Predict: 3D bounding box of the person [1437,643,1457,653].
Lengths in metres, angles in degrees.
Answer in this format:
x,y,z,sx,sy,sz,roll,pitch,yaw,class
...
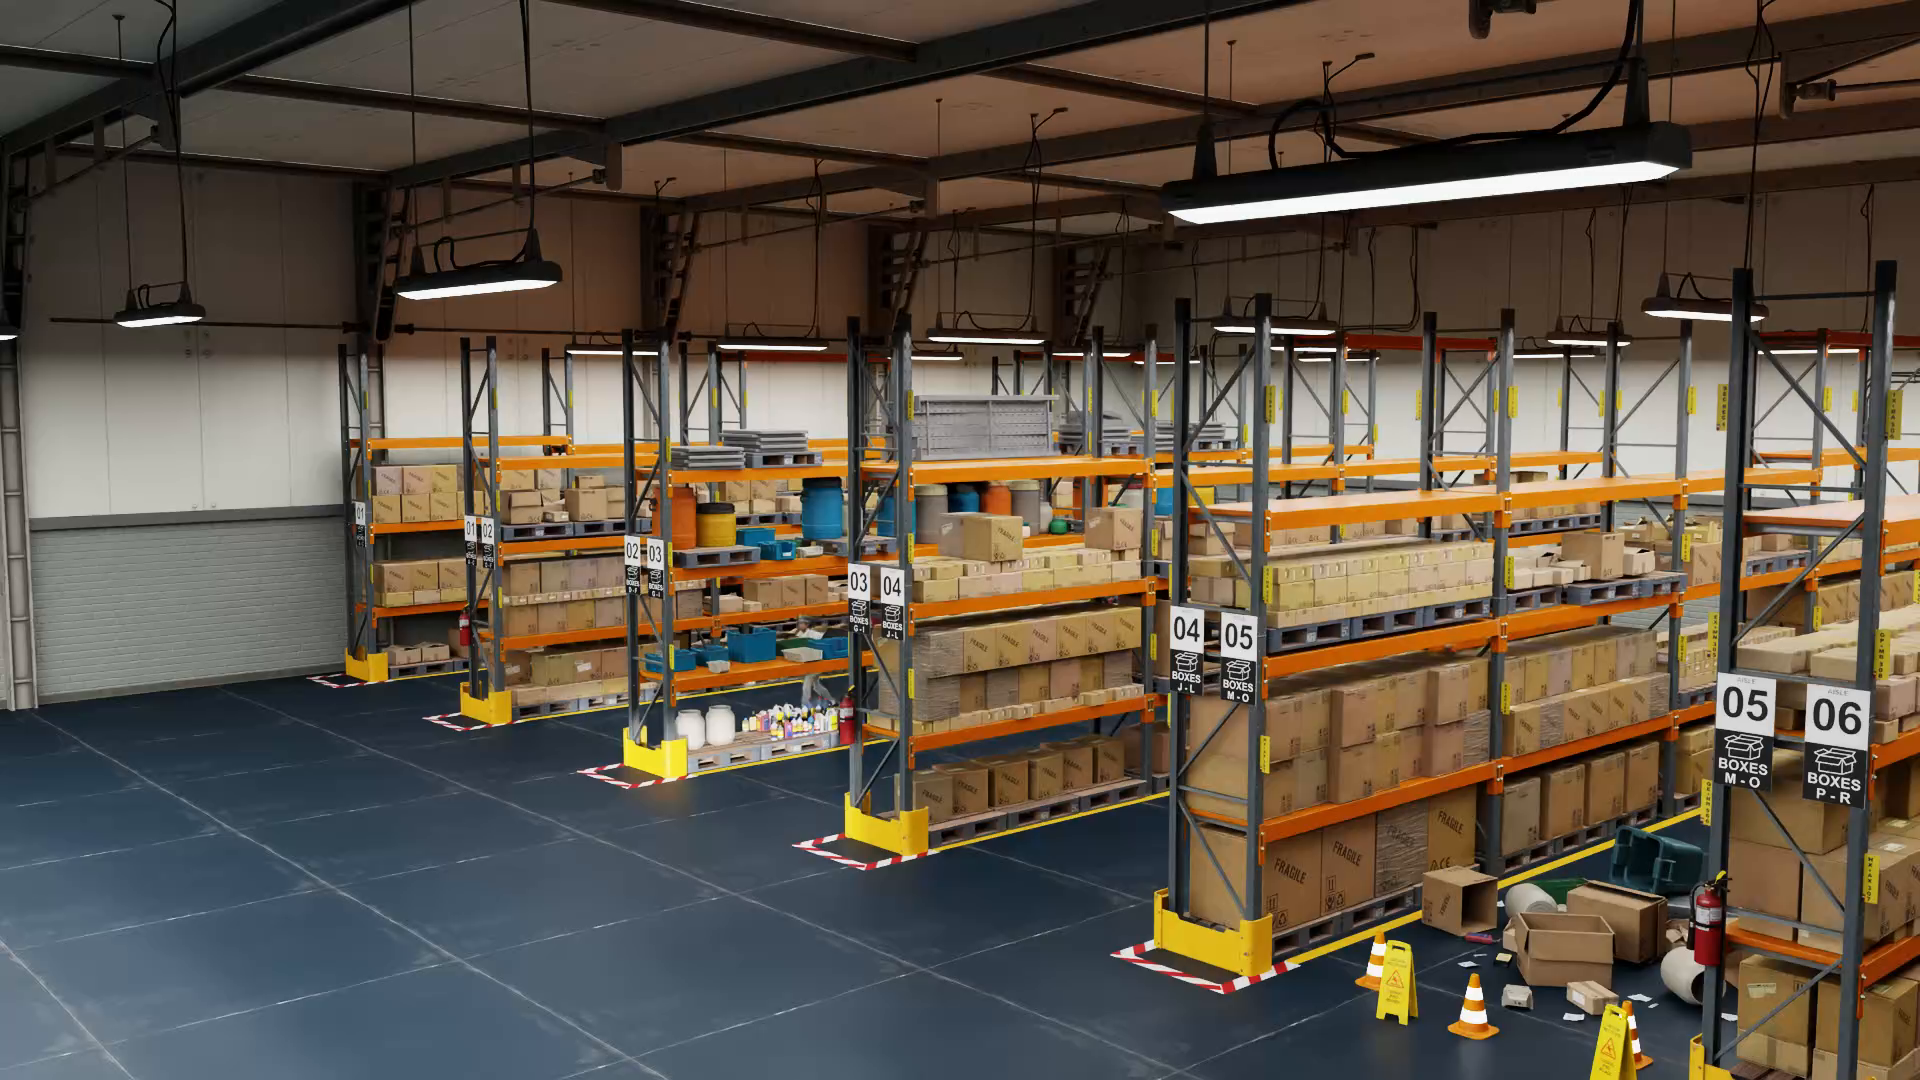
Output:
x,y,z,sx,sy,sz,roll,pitch,yaw,class
6.902,2.192,23.711,0.637,1.694,0.654,5,7,42,person

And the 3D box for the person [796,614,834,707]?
x,y,z,sx,sy,sz,roll,pitch,yaw,class
-2.317,1.980,26.176,0.967,1.668,0.615,-5,7,-43,person
